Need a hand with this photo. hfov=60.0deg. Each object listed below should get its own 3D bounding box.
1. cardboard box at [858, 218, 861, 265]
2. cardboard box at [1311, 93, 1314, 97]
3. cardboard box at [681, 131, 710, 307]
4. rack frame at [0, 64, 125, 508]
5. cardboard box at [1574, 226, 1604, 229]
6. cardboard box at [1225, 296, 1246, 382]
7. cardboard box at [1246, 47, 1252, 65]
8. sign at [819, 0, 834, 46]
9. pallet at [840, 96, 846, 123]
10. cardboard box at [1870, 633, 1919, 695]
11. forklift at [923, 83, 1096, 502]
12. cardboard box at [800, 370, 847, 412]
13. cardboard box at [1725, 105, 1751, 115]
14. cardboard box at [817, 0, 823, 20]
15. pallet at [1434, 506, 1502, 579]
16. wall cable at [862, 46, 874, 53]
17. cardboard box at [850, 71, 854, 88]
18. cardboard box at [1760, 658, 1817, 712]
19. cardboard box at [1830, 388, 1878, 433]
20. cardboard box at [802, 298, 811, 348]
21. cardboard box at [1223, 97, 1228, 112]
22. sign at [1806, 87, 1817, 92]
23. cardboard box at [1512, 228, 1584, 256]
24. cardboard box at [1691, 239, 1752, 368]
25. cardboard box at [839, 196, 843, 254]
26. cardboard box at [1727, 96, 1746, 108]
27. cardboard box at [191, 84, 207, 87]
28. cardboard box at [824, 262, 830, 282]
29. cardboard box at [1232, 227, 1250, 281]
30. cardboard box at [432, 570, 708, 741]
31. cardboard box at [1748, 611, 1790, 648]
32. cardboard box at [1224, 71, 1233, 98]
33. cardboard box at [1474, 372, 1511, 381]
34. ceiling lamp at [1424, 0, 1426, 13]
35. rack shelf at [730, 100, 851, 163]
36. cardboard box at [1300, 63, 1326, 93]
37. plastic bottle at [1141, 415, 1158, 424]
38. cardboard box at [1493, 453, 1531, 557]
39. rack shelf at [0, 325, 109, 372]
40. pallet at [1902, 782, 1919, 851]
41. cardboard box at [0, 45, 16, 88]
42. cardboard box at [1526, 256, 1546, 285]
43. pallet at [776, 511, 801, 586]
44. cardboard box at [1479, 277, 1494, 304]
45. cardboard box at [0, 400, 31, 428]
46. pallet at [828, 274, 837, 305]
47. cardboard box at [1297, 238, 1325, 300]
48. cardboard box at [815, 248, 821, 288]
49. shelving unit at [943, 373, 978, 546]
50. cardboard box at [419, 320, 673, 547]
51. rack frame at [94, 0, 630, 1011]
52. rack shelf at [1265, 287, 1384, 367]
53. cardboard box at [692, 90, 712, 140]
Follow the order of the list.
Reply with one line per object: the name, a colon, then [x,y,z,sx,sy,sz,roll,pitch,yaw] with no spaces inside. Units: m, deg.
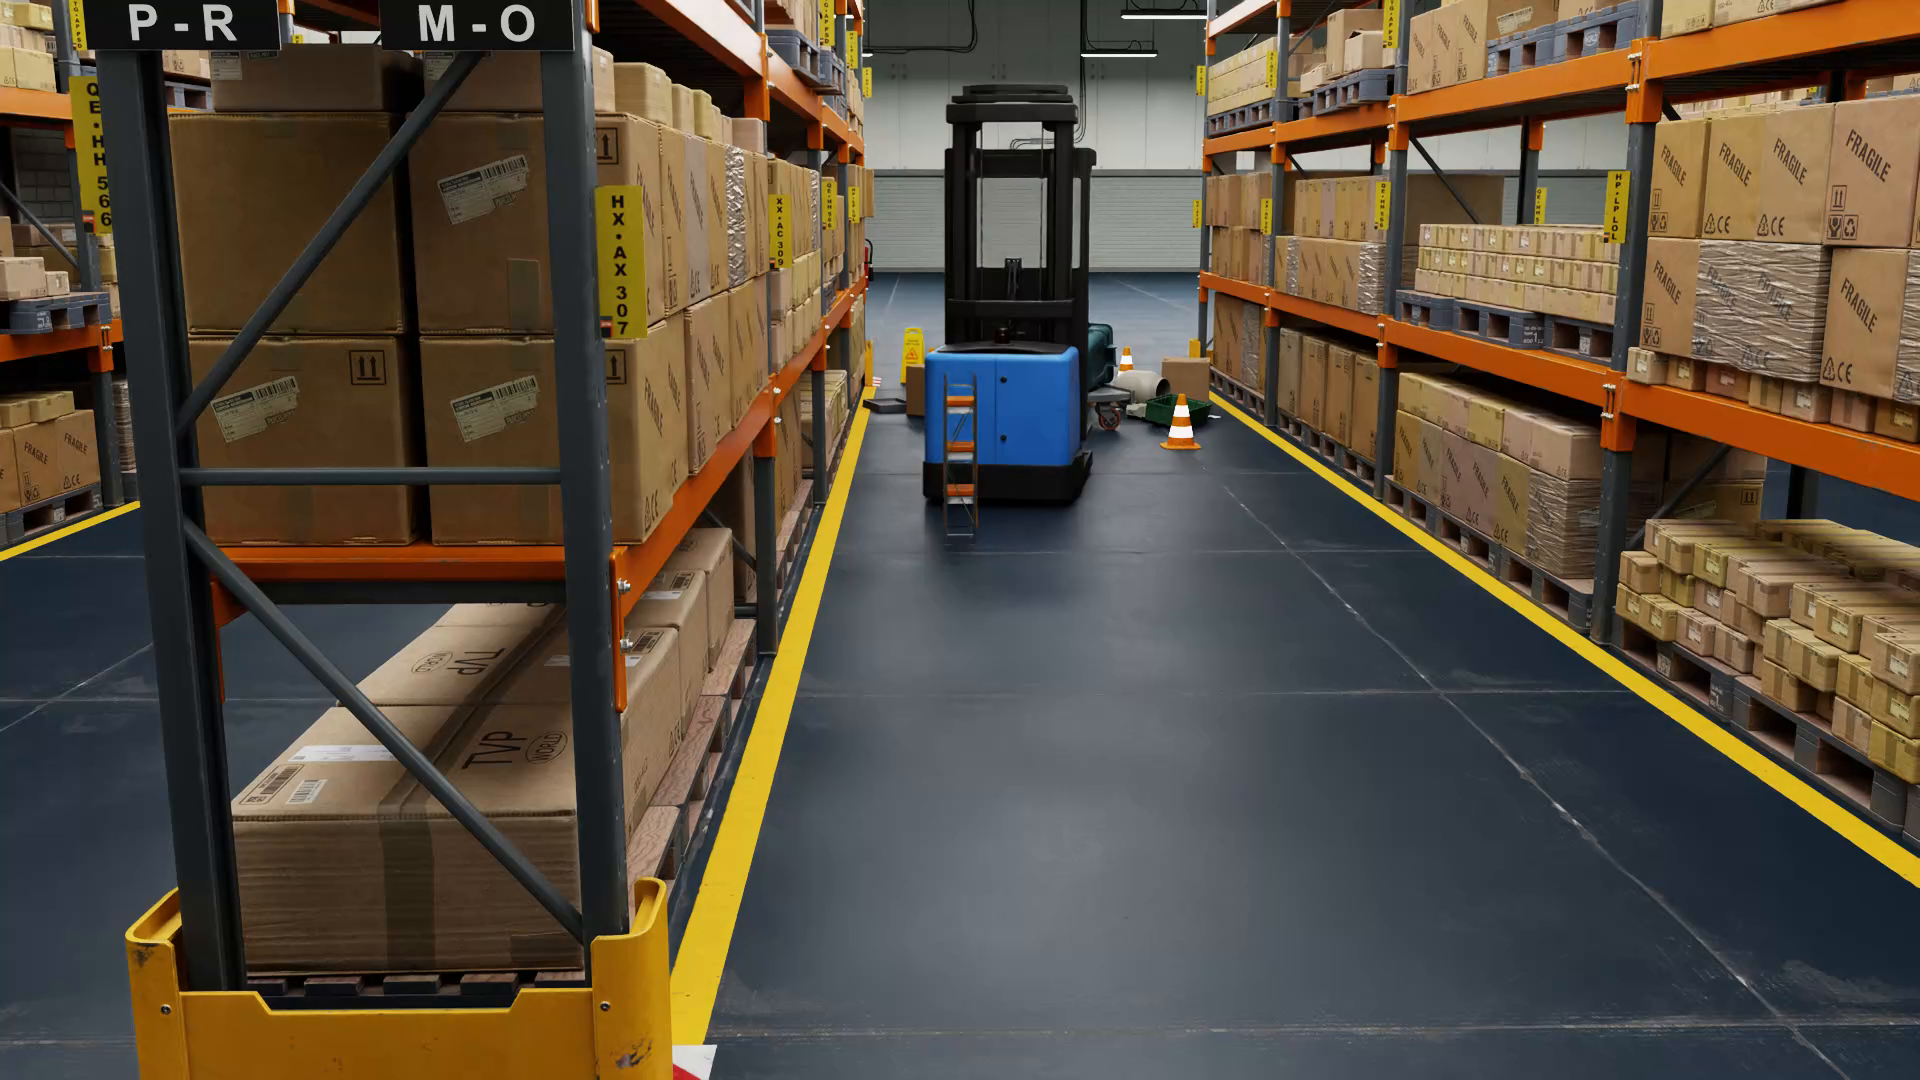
cardboard box: [-1.316,-3.203,17.802,0.500,0.500,0.500,0,11,-1]
cardboard box: [3.724,-4.437,16.665,0.380,0.149,0.250,0,11,-2]
cardboard box: [-1.046,-0.974,5.049,0.500,0.500,0.500,0,11,-2]
rack frame: [-6.412,-1.702,11.406,1.000,3.000,0.127,0,11,-1]
cardboard box: [3.982,-1.840,10.162,0.380,0.149,0.250,0,11,-1]
cardboard box: [3.432,-2.209,18.193,0.875,0.875,0.875,0,11,-2]
cardboard box: [3.066,-4.824,16.569,0.380,0.149,0.250,0,11,-1]
sign: [-0.895,-3.486,11.156,0.100,0.325,0.005,0,11,-1]
pallet: [-1.626,-3.774,14.543,1.213,0.211,1.003,0,11,-1]
cardboard box: [3.315,0.416,5.583,0.380,0.149,0.250,0,11,1]
forklift: [0.463,-1.953,12.813,1.130,2.935,3.031,2,12,8]
cardboard box: [-1.519,-1.332,15.135,0.950,0.372,0.625,0,11,0]
cardboard box: [8.089,-4.251,16.800,0.500,0.250,0.500,0,11,-2]
cardboard box: [-1.291,-3.376,10.794,0.797,0.503,0.637,-1,12,-5]
pallet: [3.534,0.000,10.029,1.003,0.211,1.213,0,11,-1]
wall cable: [-4.118,-13.610,50.117,3.097,2.526,0.112,0,11,-1]
cardboard box: [-1.222,-4.477,16.164,0.380,0.149,0.250,0,11,-2]
cardboard box: [3.333,0.554,6.398,0.380,0.149,0.250,-1,11,-3]
cardboard box: [3.386,-0.473,5.980,0.380,0.149,0.250,0,11,1]
cardboard box: [-1.120,-1.248,9.542,0.500,0.250,0.500,0,11,-2]
cardboard box: [3.039,-4.686,17.892,0.380,0.149,0.250,0,11,-1]
sign: [7.833,-4.279,15.262,0.100,0.325,0.005,0,11,-1]
cardboard box: [3.350,-1.681,9.381,0.380,0.149,0.250,-1,11,-4]
cardboard box: [3.355,-0.966,6.776,0.500,0.500,0.500,0,11,-1]
cardboard box: [-1.282,-2.730,14.415,0.500,0.500,0.500,0,11,-1]
cardboard box: [8.047,-4.477,16.911,0.380,0.149,0.250,0,11,2]
cardboard box: [-6.549,-3.880,13.922,0.380,0.149,0.250,0,11,-1]
cardboard box: [-1.188,-2.037,12.633,0.380,0.149,0.250,0,11,-1]
cardboard box: [3.356,-3.028,17.563,0.875,0.550,0.500,0,11,-1]
cardboard box: [-1.442,0.425,6.310,0.875,0.438,0.875,-1,11,-3]
cardboard box: [3.388,0.357,6.622,0.380,0.149,0.250,0,11,1]
cardboard box: [3.108,-4.853,17.714,0.500,0.250,0.500,0,11,-2]
cardboard box: [3.773,-0.977,11.177,0.500,0.250,0.500,-1,11,-2]
ceiling lamp: [11.191,-14.226,43.365,2.000,3.185,0.800,0,11,-1]
rack shelf: [-1.491,-3.239,13.243,1.077,0.370,4.000,0,11,-1]
cardboard box: [3.177,-4.097,14.696,0.258,0.266,0.396,0,11,-2]
plastic bottle: [1.900,-1.168,16.161,0.133,0.061,0.283,-7,13,-30]
cardboard box: [3.302,-0.198,9.220,0.500,0.500,0.500,-1,11,-2]
rack shelf: [-6.371,-0.952,9.518,1.077,0.370,4.000,0,11,-1]
pallet: [3.679,1.016,5.020,1.003,0.211,1.213,0,11,-1]
cardboard box: [-6.148,-2.898,10.133,0.500,0.250,0.500,0,11,-1]
cardboard box: [3.351,-1.483,9.154,0.380,0.149,0.250,-1,11,-4]
pallet: [-1.487,0.042,9.821,1.003,0.211,1.213,0,11,-1]
cardboard box: [3.334,-1.493,9.951,0.380,0.149,0.250,0,11,0]
cardboard box: [-6.151,-0.797,10.544,0.380,0.149,0.250,-1,11,-3]
pallet: [-1.532,-2.023,13.468,1.003,0.211,1.213,0,11,-1]
cardboard box: [3.175,-2.303,14.114,0.500,0.500,0.500,0,11,-1]
cardboard box: [-1.186,-1.800,11.006,0.500,0.250,0.500,0,11,-1]
shelving unit: [0.001,-0.504,10.402,0.215,1.050,0.252,0,11,-1]
cardboard box: [-1.007,-0.279,4.138,0.500,0.500,0.500,0,11,-2]
rack frame: [-1.288,-0.133,3.672,0.949,2.616,0.053,0,11,-1]
rack shelf: [3.456,-1.809,13.741,1.077,0.370,4.000,0,11,-1]
cardboard box: [-1.005,-1.370,5.372,0.380,0.149,0.250,-1,11,-3]
